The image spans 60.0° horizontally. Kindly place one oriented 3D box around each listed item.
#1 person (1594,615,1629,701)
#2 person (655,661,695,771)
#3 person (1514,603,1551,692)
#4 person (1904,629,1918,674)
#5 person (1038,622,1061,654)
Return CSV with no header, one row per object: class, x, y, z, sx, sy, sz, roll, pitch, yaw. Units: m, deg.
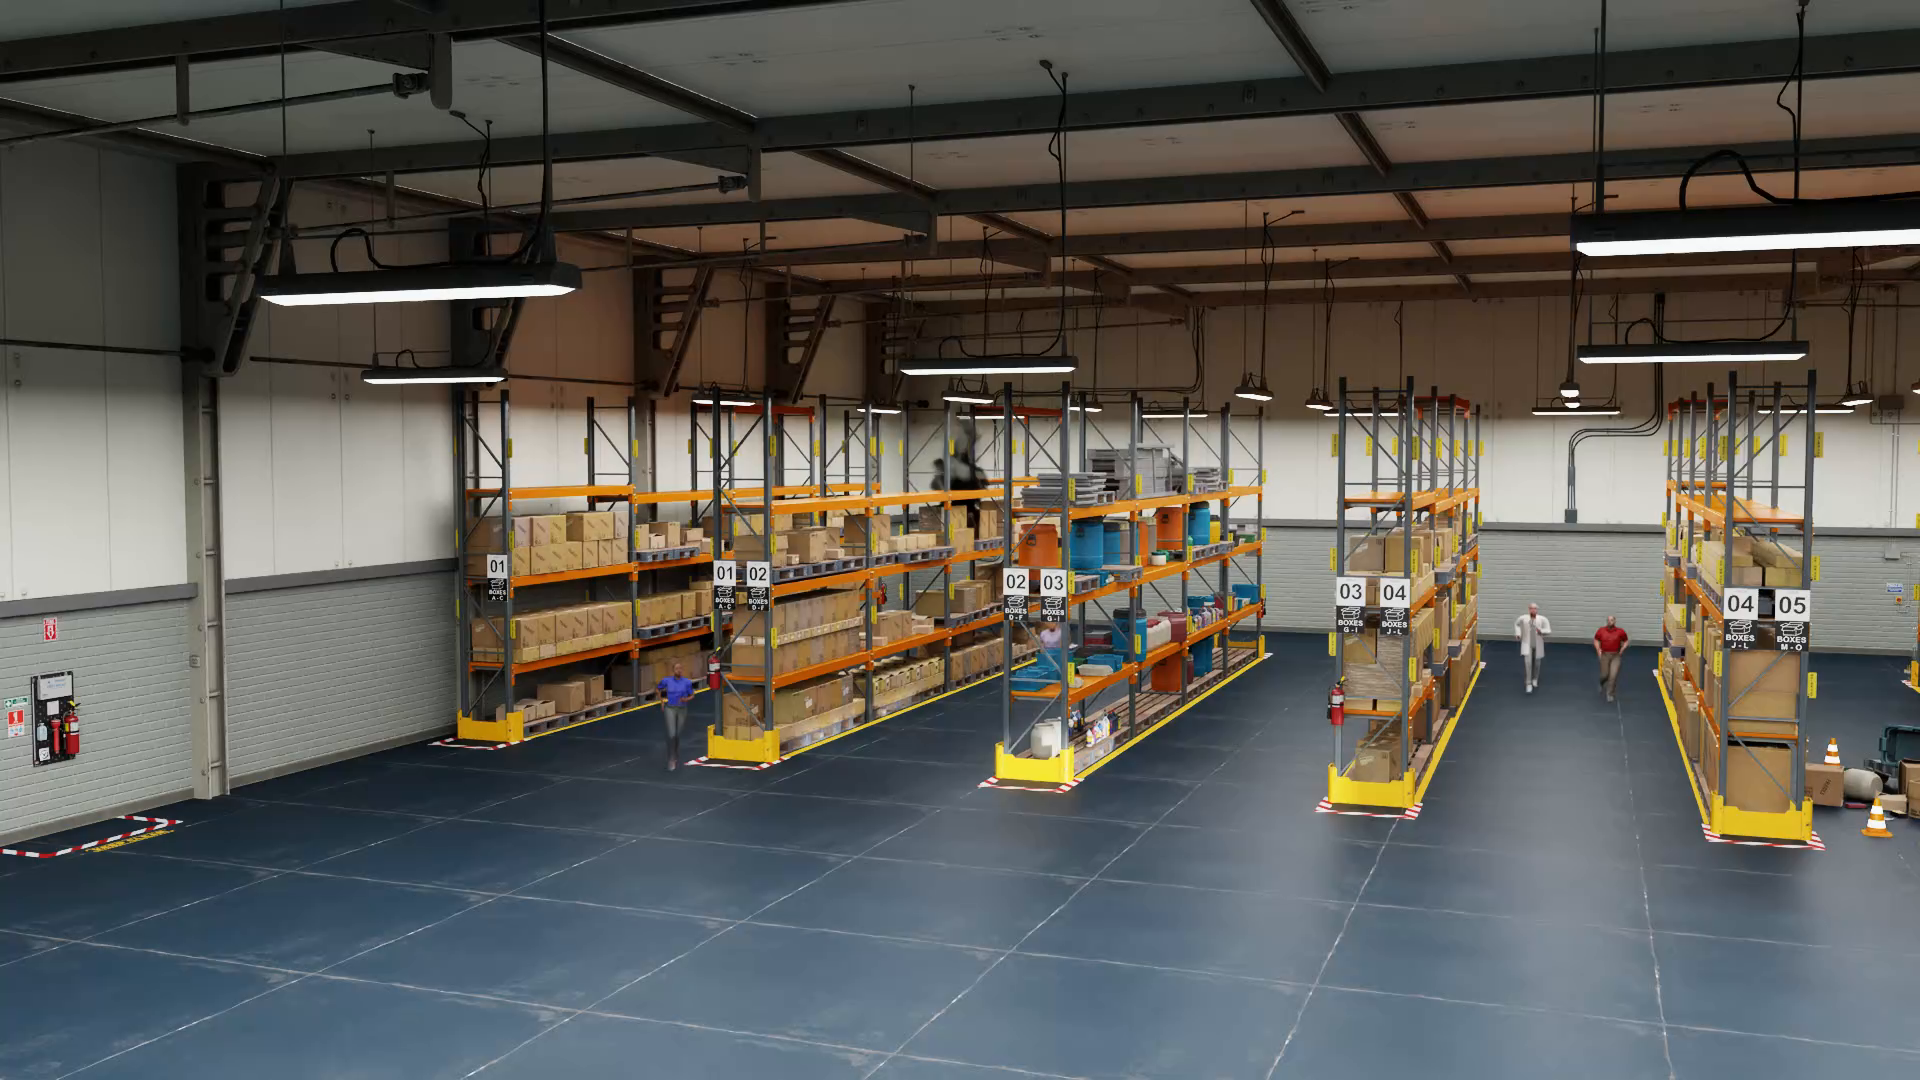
person,12.978,2.344,33.134,0.655,1.704,0.652,1,3,21
person,-4.463,2.754,26.099,0.578,1.680,0.684,-1,3,-22
person,11.809,2.195,34.300,0.695,1.781,1.044,1,3,15
person,20.982,2.176,36.182,0.618,1.605,0.943,-2,4,-36
person,1.866,2.366,33.572,0.593,1.600,0.586,0,3,6
